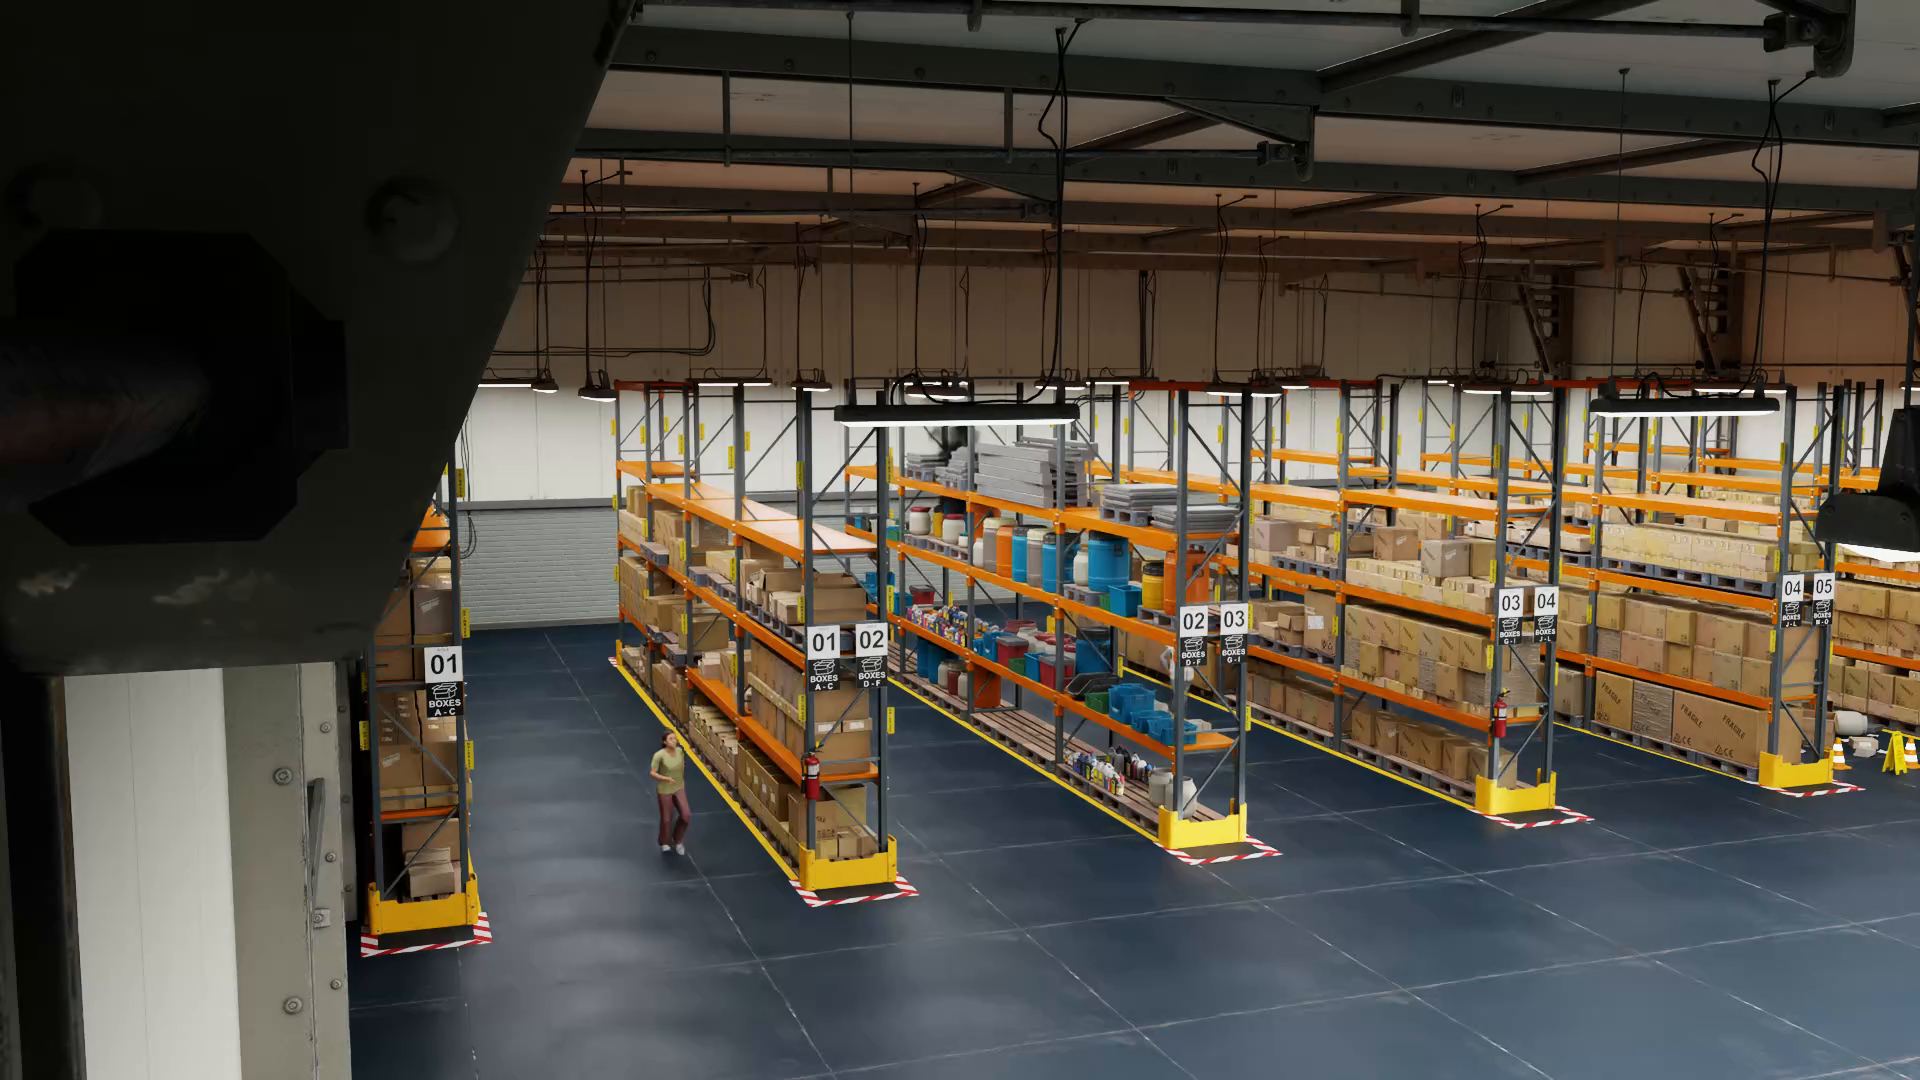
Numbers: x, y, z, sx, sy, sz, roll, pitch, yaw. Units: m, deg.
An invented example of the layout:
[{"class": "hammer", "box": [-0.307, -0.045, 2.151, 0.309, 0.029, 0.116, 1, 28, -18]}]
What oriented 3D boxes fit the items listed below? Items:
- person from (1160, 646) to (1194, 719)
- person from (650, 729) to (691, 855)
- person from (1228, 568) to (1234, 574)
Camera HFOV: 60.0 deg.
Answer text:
[{"class": "person", "box": [3.833, 2.422, 28.744, 0.630, 1.837, 0.789, -3, 7, -23]}, {"class": "person", "box": [-3.724, 3.295, 21.407, 0.547, 1.559, 0.672, -4, 7, -32]}, {"class": "person", "box": [6.144, 1.474, 38.154, 0.643, 1.694, 0.729, -1, 6, -11]}]
